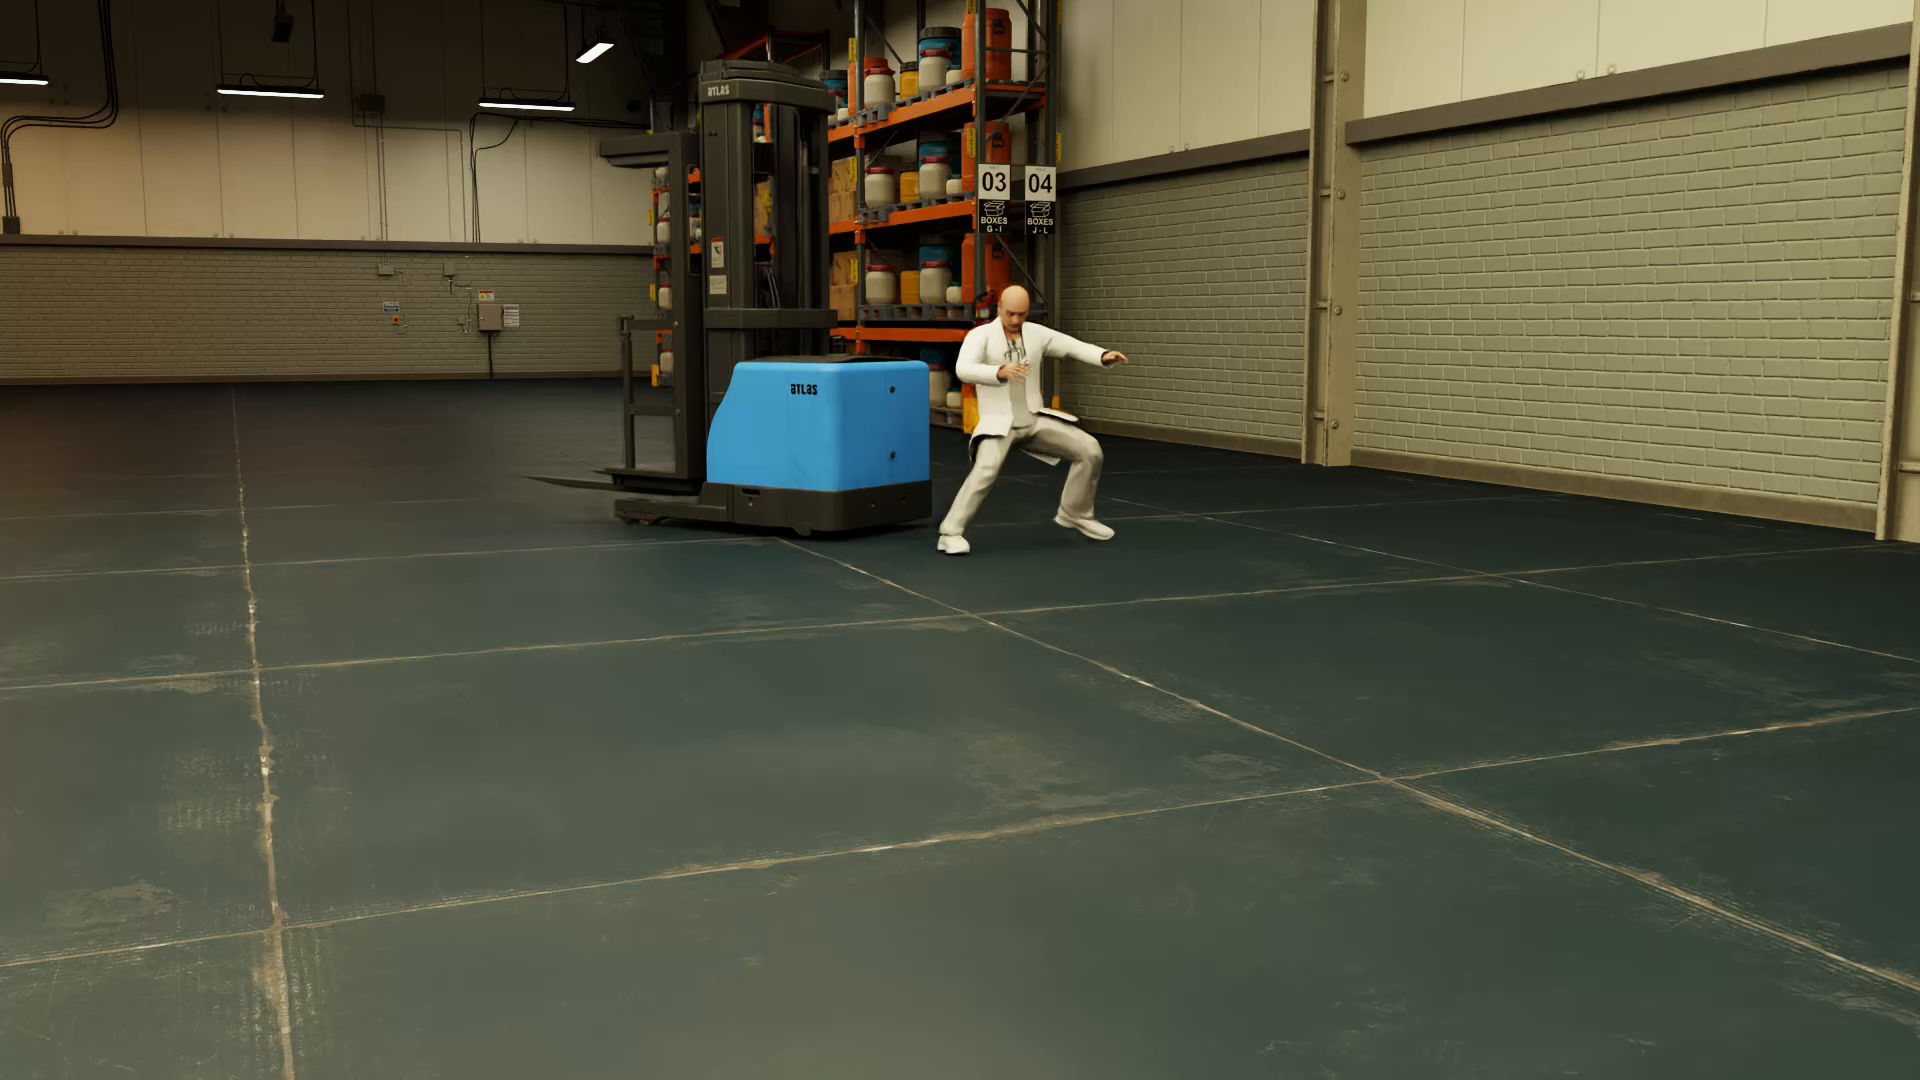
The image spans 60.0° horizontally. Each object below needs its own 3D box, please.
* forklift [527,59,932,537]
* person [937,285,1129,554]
[{"bbox_3d":[-1.670,-1.600,11.075,3.031,2.935,1.130,5,9,36],"label":"forklift"},{"bbox_3d":[0.403,-0.726,9.785,1.162,1.535,0.740,-3,8,-20],"label":"person"}]
